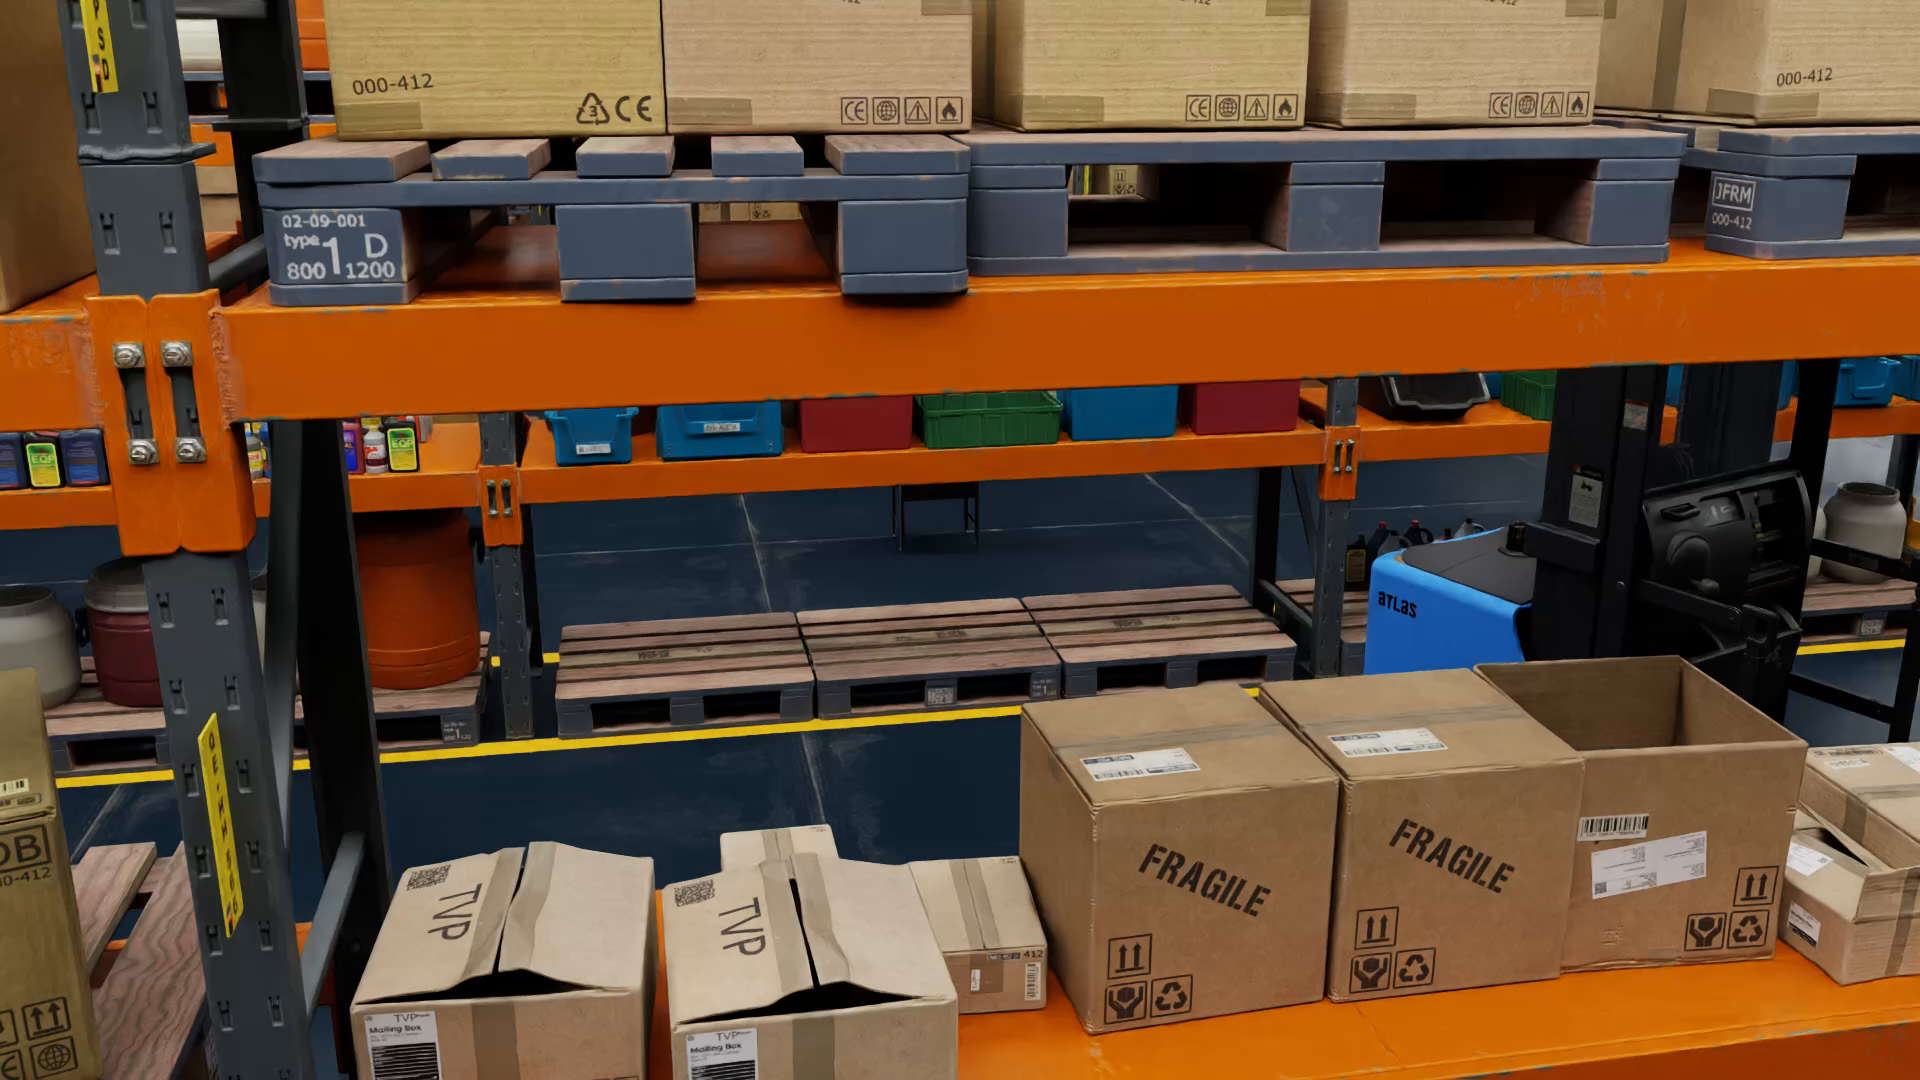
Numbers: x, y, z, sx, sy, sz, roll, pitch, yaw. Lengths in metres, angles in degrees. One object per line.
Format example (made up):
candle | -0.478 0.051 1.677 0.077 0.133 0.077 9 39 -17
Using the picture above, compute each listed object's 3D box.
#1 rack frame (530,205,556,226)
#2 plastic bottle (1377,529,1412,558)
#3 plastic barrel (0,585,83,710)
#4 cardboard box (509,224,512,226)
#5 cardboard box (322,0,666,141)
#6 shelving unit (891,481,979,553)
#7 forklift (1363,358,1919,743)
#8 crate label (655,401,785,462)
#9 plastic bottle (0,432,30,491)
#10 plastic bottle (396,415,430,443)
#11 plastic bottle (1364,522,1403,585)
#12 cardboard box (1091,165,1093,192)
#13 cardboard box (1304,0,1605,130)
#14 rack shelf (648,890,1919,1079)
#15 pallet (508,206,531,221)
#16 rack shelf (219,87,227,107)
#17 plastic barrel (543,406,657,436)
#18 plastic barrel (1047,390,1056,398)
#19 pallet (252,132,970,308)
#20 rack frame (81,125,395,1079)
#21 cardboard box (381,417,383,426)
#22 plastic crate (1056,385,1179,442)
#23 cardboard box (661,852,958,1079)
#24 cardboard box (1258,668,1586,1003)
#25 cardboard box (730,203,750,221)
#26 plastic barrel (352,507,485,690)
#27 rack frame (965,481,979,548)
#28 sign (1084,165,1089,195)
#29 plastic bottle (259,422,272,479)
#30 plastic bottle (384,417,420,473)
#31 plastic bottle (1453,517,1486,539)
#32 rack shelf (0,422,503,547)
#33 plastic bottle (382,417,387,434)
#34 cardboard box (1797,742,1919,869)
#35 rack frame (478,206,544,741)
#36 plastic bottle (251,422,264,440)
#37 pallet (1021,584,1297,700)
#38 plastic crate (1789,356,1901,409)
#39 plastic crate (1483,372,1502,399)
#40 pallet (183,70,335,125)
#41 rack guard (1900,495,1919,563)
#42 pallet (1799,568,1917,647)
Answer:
rack frame | -3.088 -2.071 12.444 0.127 3.000 1.000 -3 17 -10
plastic bottle | 2.384 0.113 9.097 0.185 0.351 0.144 -3 17 -10
plastic barrel | -4.272 0.498 7.604 0.421 0.512 0.421 0 17 0
cardboard box | -3.526 -2.019 12.108 0.500 0.500 0.500 -3 17 -9
cardboard box | -0.778 -0.819 2.801 0.500 0.250 0.500 -5 18 -15
shelving unit | -0.163 -0.995 10.474 0.503 2.100 0.431 -3 17 -10
forklift | 2.902 -0.016 5.870 1.130 2.935 3.031 -10 20 -30
crate label | -1.122 -0.637 7.717 0.616 0.435 0.502 -3 17 -10
plastic bottle | -4.064 -0.395 7.074 0.185 0.351 0.144 -3 17 -10
plastic bottle | -2.606 -0.609 7.896 0.135 0.276 0.152 -3 17 -10
plastic bottle | 2.356 0.071 9.233 0.185 0.351 0.144 -4 17 -12
cardboard box | 1.229 -3.066 13.305 0.500 0.500 0.500 -3 17 -10
cardboard box | 0.826 -0.912 3.102 0.500 0.250 0.500 -5 18 -15
rack shelf | 0.751 1.018 3.614 4.000 0.370 1.077 -3 17 -10
pallet | -4.609 -3.344 16.917 1.003 0.211 1.213 -3 17 -10
rack shelf | -5.052 -3.049 11.747 4.000 0.370 1.077 -3 17 -10
plastic barrel | -1.751 -0.821 8.144 0.708 0.536 0.600 -3 17 -10
plastic barrel | 0.450 -0.770 8.445 0.301 0.262 0.301 0 17 0
pallet | -0.563 -0.622 2.940 1.003 0.211 1.213 -2 17 -8
rack frame | -1.213 0.785 3.146 0.127 3.000 1.000 -3 17 -10
cardboard box | -4.646 -1.176 12.435 0.875 0.875 1.225 -3 17 -10
plastic crate | 0.755 -0.707 8.031 0.575 0.384 0.392 -3 17 -10
cardboard box | -0.298 0.834 3.140 0.500 0.311 0.500 -3 17 -11
cardboard box | 0.949 0.610 3.546 0.500 0.500 0.500 -3 17 -10
cardboard box | -2.444 -3.558 17.117 0.500 0.500 0.500 -3 17 -10
plastic barrel | -2.626 0.226 7.948 0.708 0.830 0.600 -3 17 -10
rack frame | 0.077 -1.008 10.518 0.015 2.100 0.400 -3 17 -10
sign | 0.948 -2.687 12.480 0.005 0.325 0.100 -3 17 -10
plastic bottle | -2.999 -0.411 7.260 0.097 0.271 0.097 0 17 0
plastic bottle | -2.465 -0.442 7.339 0.133 0.283 0.061 -3 17 -10
plastic bottle | 2.862 0.043 9.326 0.185 0.351 0.144 -3 17 -11
rack shelf | -4.112 -0.188 7.539 4.000 0.370 1.077 -3 17 -10
plastic bottle | -2.754 -0.652 8.044 0.097 0.271 0.097 0 17 0
cardboard box | 2.240 0.674 3.763 0.500 0.250 0.500 -2 17 -7
rack frame | -2.149 -0.643 7.796 0.127 3.000 1.000 -3 17 -10
plastic bottle | -3.339 -0.585 7.946 0.097 0.201 0.097 0 17 0
pallet | 1.015 0.522 8.752 1.213 0.211 1.003 -3 17 -10
plastic crate | 4.633 -0.869 8.784 0.408 0.251 0.499 -3 17 -10
plastic crate | 2.814 -0.934 8.998 0.616 0.251 0.499 -3 17 -10
pallet | -2.918 -1.972 7.336 1.213 0.211 1.003 -3 17 -10
rack guard | 5.640 0.124 9.556 0.348 0.500 1.175 -3 17 -10
pallet | 4.842 0.306 9.456 1.213 0.211 1.003 -3 17 -10
